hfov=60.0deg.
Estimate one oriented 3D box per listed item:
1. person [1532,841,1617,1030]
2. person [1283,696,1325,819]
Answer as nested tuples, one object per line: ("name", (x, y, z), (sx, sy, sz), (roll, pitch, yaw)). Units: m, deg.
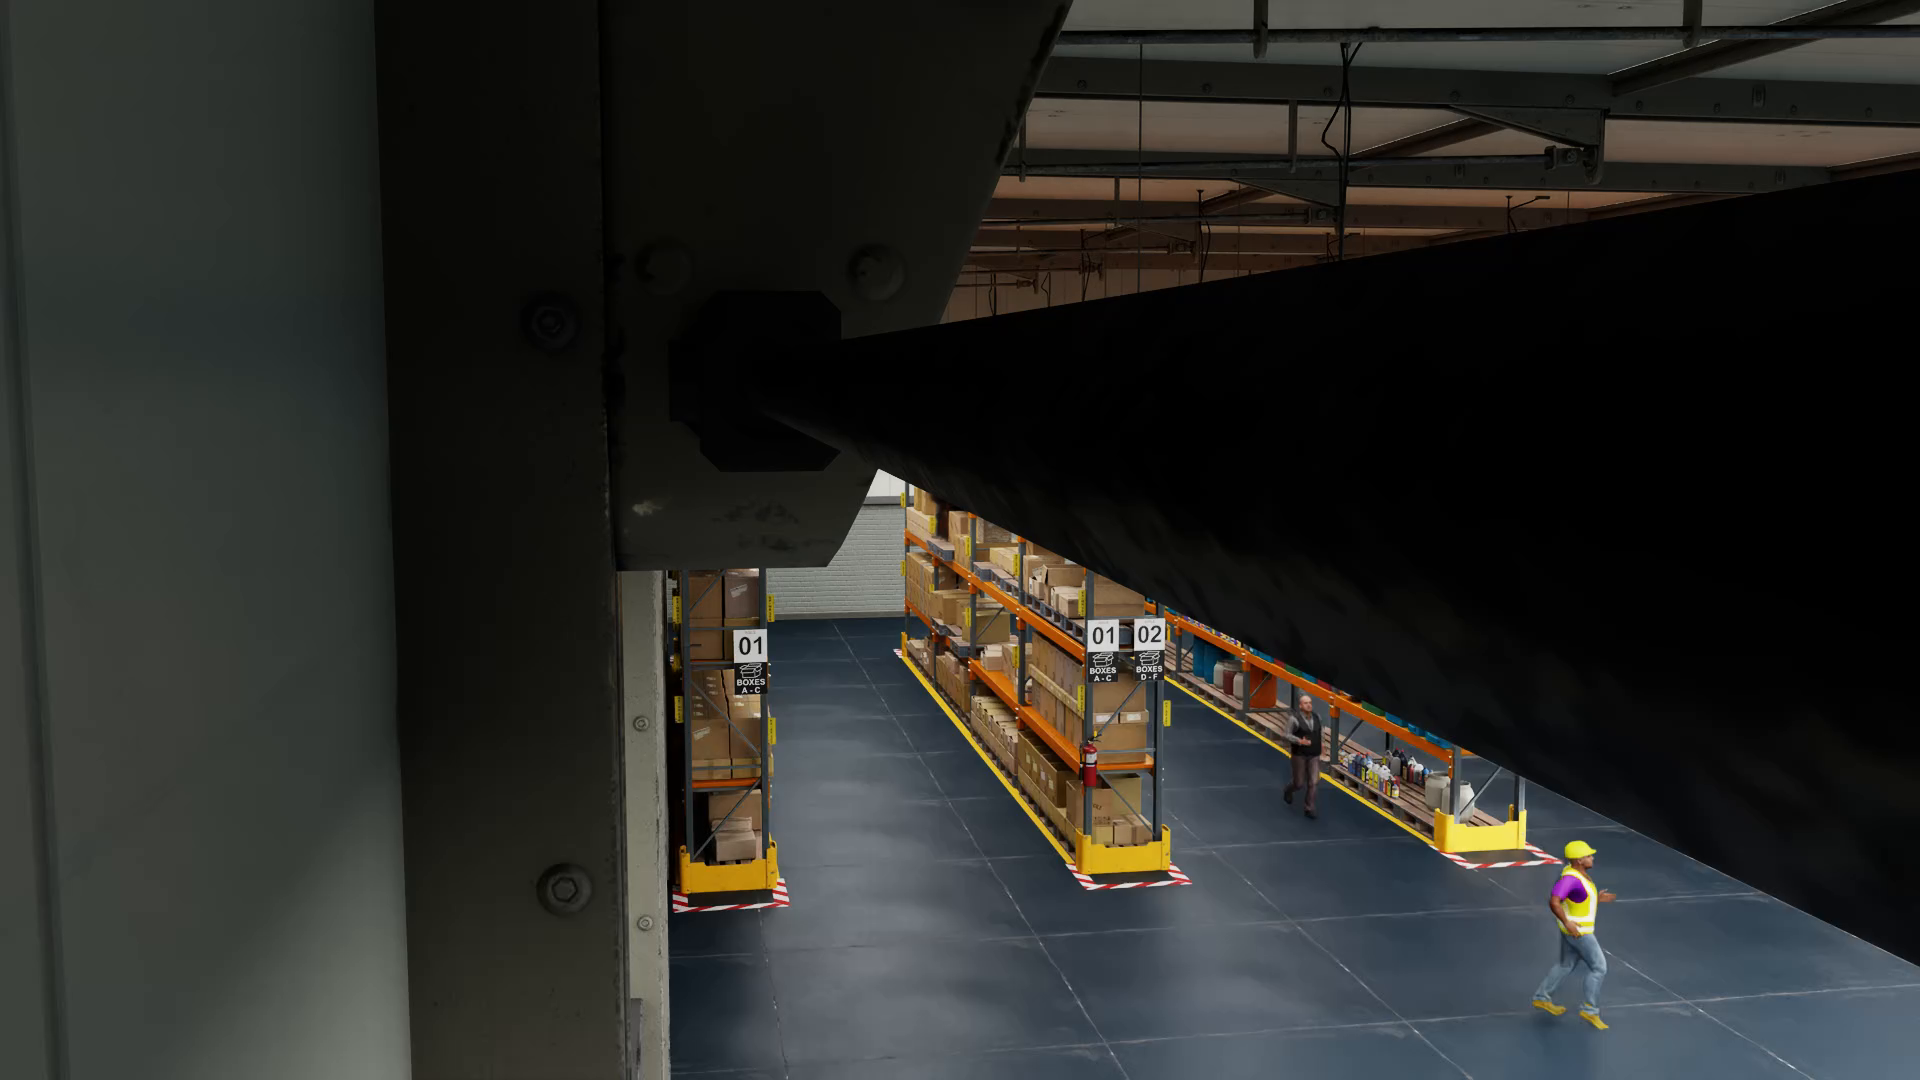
("person", (5.950, 3.798, 16.064), (0.746, 1.826, 0.674), (1, 6, 13))
("person", (4.878, 3.046, 23.526), (0.670, 1.693, 0.836), (-1, 6, -13))
